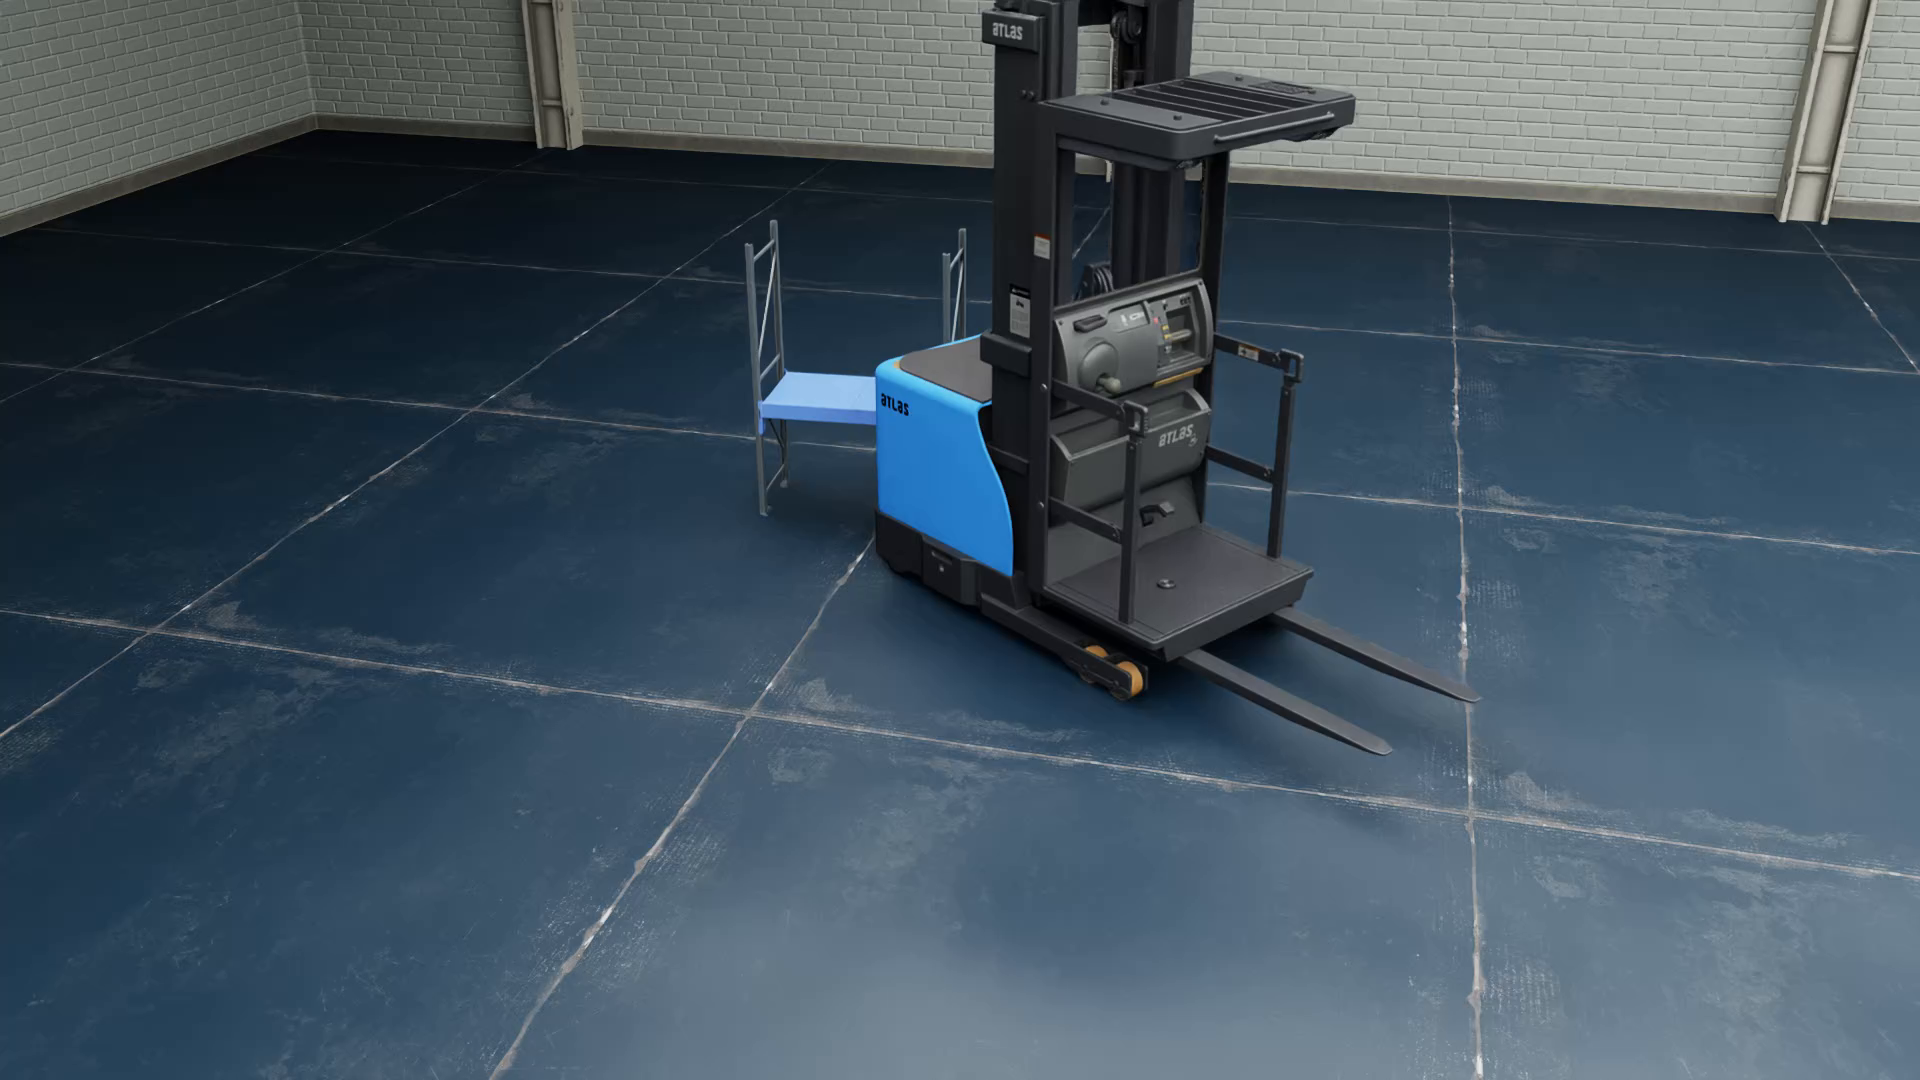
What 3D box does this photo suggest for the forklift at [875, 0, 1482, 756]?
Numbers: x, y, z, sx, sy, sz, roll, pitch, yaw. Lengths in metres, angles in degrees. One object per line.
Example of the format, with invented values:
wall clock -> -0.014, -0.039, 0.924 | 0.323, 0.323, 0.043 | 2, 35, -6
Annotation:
forklift -> 0.914, -0.869, 7.166 | 1.130, 2.935, 3.031 | -20, 32, -36

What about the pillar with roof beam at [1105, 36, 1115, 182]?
pillar with roof beam -> 0.556, -5.758, 10.375 | 0.400, 9.000, 9.100 | 6, 26, 13

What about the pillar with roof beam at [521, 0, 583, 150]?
pillar with roof beam -> -5.255, -6.400, 11.724 | 0.400, 9.000, 9.100 | 6, 26, 13

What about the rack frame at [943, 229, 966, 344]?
rack frame -> -0.027, -0.841, 8.771 | 0.032, 1.500, 0.500 | 4, 26, 9

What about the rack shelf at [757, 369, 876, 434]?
rack shelf -> -0.528, -0.716, 8.928 | 1.000, 0.185, 0.538 | 4, 26, 9

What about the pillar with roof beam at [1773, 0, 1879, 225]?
pillar with roof beam -> 6.367, -5.115, 9.026 | 0.400, 9.000, 9.100 | 6, 26, 13

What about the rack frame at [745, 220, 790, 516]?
rack frame -> -1.029, -0.917, 8.930 | 0.032, 1.500, 0.500 | 4, 26, 9

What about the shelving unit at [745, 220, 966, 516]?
shelving unit -> -0.528, -0.879, 8.851 | 1.048, 1.500, 0.538 | 4, 26, 9
